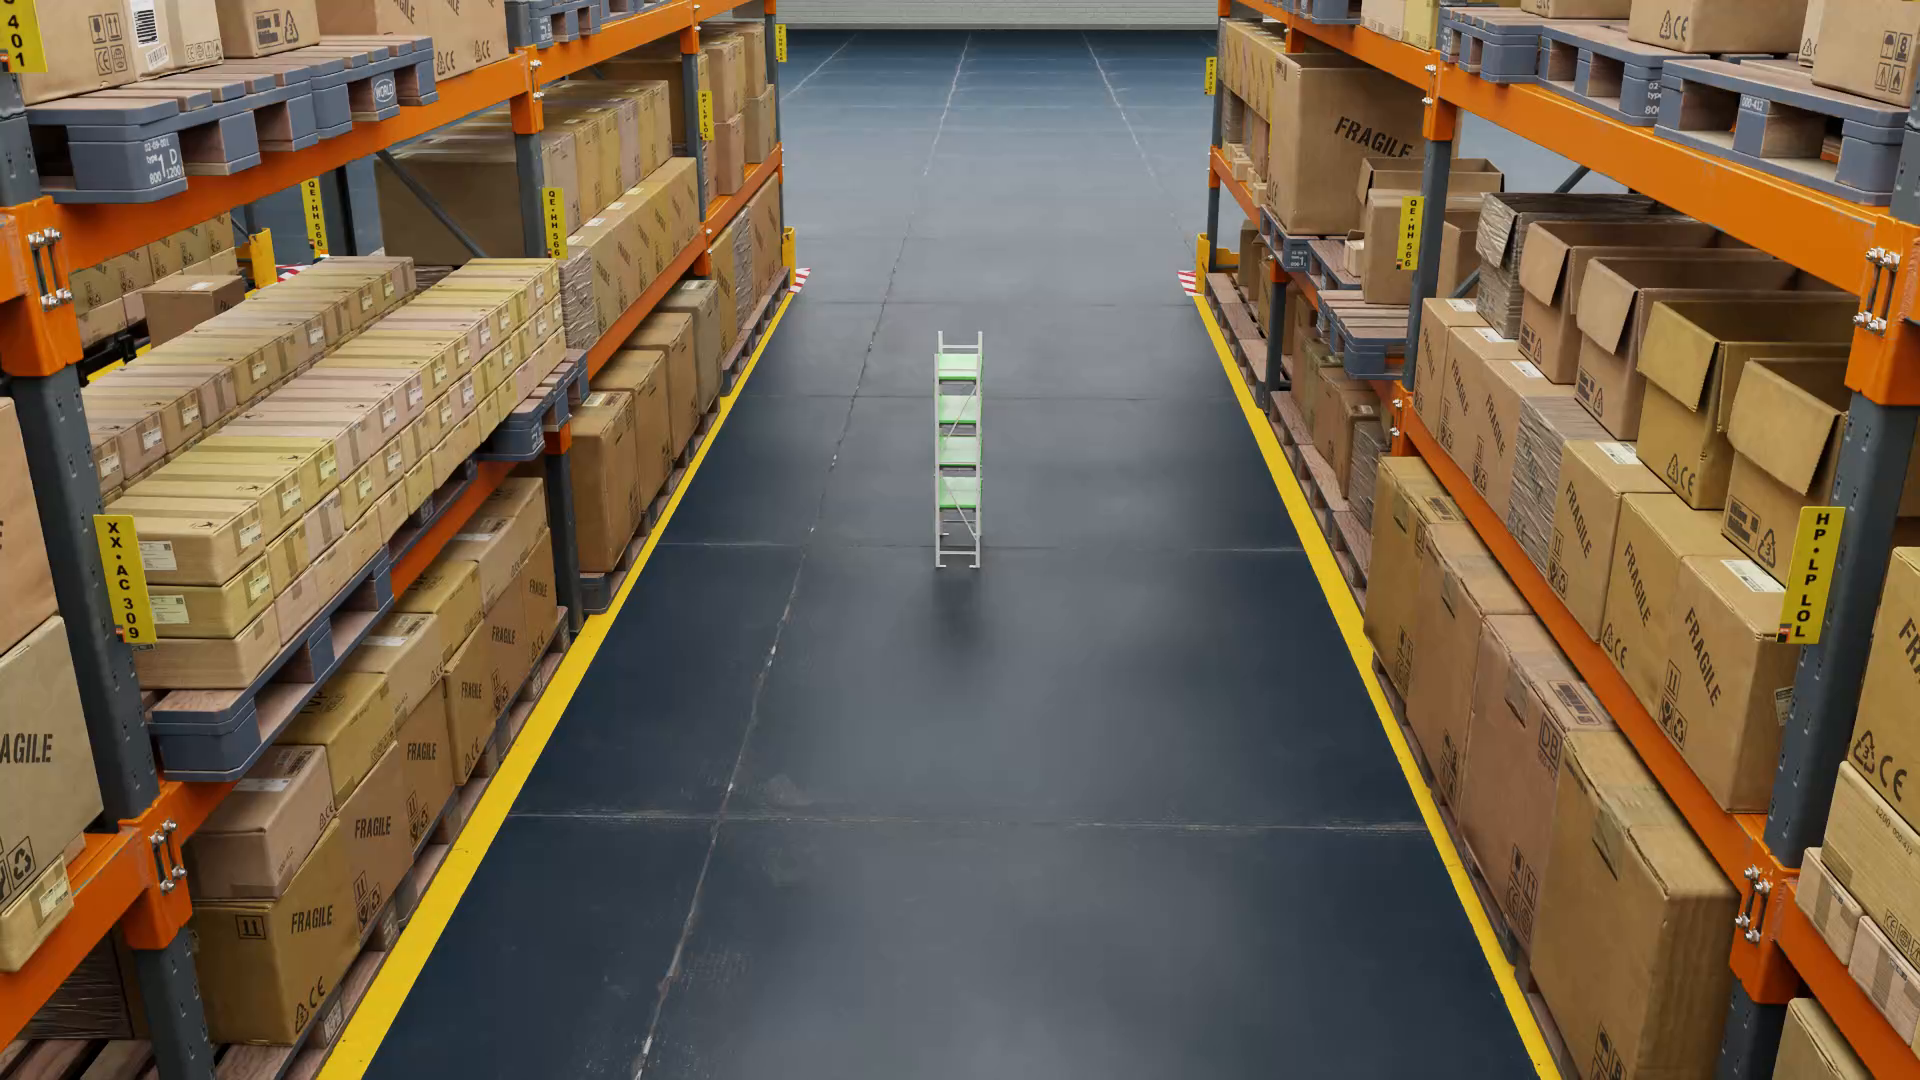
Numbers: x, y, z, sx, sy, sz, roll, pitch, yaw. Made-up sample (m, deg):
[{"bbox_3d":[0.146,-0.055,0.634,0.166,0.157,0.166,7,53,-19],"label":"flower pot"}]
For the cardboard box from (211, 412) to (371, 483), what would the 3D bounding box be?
[{"bbox_3d":[-2.030,-0.283,5.055,0.380,0.149,0.250,0,21,1],"label":"cardboard box"}]

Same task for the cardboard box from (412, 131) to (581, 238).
[{"bbox_3d":[-2.366,-1.810,8.526,0.700,0.500,0.500,0,21,1],"label":"cardboard box"}]

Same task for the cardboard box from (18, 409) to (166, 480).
[{"bbox_3d":[-2.683,-0.294,5.085,0.380,0.149,0.250,1,21,1],"label":"cardboard box"}]

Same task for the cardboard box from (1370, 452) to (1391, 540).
[{"bbox_3d":[2.552,-0.143,8.598,0.700,0.500,0.500,0,21,-1],"label":"cardboard box"}]

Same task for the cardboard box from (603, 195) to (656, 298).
[{"bbox_3d":[-2.074,-1.704,9.636,0.500,0.500,0.500,0,21,1],"label":"cardboard box"}]

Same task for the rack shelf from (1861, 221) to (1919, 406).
[{"bbox_3d":[2.369,0.246,1.597,1.077,0.370,4.000,1,21,2],"label":"rack shelf"}]

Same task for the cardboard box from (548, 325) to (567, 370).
[{"bbox_3d":[-1.959,-0.847,7.332,0.380,0.149,0.250,1,21,3],"label":"cardboard box"}]

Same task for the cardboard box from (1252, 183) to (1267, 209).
[{"bbox_3d":[2.367,-2.542,12.282,0.380,0.149,0.250,1,21,2],"label":"cardboard box"}]

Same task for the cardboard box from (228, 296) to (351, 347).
[{"bbox_3d":[-2.637,-0.861,6.546,0.380,0.149,0.250,0,21,-1],"label":"cardboard box"}]

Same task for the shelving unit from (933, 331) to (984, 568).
[{"bbox_3d":[-0.005,-0.500,9.158,0.258,1.200,0.503,1,21,2],"label":"shelving unit"}]

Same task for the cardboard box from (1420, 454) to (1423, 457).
[{"bbox_3d":[2.542,-0.493,8.462,0.500,0.250,0.500,1,21,4],"label":"cardboard box"}]

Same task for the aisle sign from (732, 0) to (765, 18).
[{"bbox_3d":[-1.858,-5.079,14.877,0.394,0.787,0.004,1,21,2],"label":"aisle sign"}]

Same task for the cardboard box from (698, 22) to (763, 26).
[{"bbox_3d":[-2.210,-4.284,14.723,0.875,0.550,0.550,1,21,2],"label":"cardboard box"}]

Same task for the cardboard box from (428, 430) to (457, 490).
[{"bbox_3d":[-2.008,-0.285,5.883,0.380,0.149,0.250,0,21,-1],"label":"cardboard box"}]

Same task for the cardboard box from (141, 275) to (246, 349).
[{"bbox_3d":[-5.452,-1.595,11.901,0.500,0.500,0.500,1,21,2],"label":"cardboard box"}]

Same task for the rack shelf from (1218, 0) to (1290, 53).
[{"bbox_3d":[2.734,-4.093,12.779,1.077,0.370,4.000,1,21,2],"label":"rack shelf"}]

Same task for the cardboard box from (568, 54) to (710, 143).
[{"bbox_3d":[-2.236,-3.104,11.683,0.875,0.550,0.550,1,21,2],"label":"cardboard box"}]

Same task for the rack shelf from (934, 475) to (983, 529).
[{"bbox_3d":[-0.005,-0.216,9.268,0.258,0.148,0.480,1,21,2],"label":"rack shelf"}]

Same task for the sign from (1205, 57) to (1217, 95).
[{"bbox_3d":[2.252,-4.163,14.914,0.100,0.325,0.005,1,21,2],"label":"sign"}]

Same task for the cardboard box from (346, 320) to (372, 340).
[{"bbox_3d":[-2.630,-0.802,6.805,0.380,0.149,0.250,0,21,0],"label":"cardboard box"}]

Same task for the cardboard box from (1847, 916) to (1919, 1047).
[{"bbox_3d":[2.080,0.901,3.407,0.380,0.149,0.250,0,21,0],"label":"cardboard box"}]

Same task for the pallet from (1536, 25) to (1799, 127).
[{"bbox_3d":[2.554,-1.533,5.448,1.003,0.211,1.213,2,21,4],"label":"pallet"}]

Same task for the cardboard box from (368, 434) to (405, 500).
[{"bbox_3d":[-2.027,-0.239,5.353,0.380,0.149,0.250,1,21,4],"label":"cardboard box"}]

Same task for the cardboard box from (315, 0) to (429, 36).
[{"bbox_3d":[-2.188,-1.826,5.803,0.500,0.500,0.500,1,21,2],"label":"cardboard box"}]

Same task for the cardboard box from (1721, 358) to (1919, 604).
[{"bbox_3d":[2.441,-0.160,4.269,0.797,0.503,0.637,0,21,0],"label":"cardboard box"}]

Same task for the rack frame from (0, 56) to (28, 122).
[{"bbox_3d":[-2.525,-2.302,3.023,1.000,3.000,0.127,1,21,2],"label":"rack frame"}]

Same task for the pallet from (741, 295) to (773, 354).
[{"bbox_3d":[-2.146,-1.814,13.913,1.003,0.211,1.213,1,21,2],"label":"pallet"}]

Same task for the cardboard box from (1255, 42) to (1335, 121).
[{"bbox_3d":[2.426,-3.305,11.968,0.500,0.500,0.500,1,21,2],"label":"cardboard box"}]

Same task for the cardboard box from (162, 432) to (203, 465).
[{"bbox_3d":[-2.680,-0.247,5.374,0.380,0.149,0.250,0,21,-1],"label":"cardboard box"}]

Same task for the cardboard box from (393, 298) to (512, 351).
[{"bbox_3d":[-1.982,-0.843,6.500,0.380,0.149,0.250,1,21,3],"label":"cardboard box"}]

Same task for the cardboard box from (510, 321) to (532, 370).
[{"bbox_3d":[-1.975,-0.794,6.784,0.380,0.149,0.250,1,21,3],"label":"cardboard box"}]

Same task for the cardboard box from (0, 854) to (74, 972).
[{"bbox_3d":[-2.199,0.812,3.637,0.380,0.149,0.250,0,21,0],"label":"cardboard box"}]

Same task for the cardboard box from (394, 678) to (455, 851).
[{"bbox_3d":[-2.220,0.819,6.147,0.500,0.500,0.500,1,21,3],"label":"cardboard box"}]

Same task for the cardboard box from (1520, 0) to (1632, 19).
[{"bbox_3d":[2.605,-2.282,6.393,0.797,0.503,0.637,2,21,5],"label":"cardboard box"}]

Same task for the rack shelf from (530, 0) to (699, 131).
[{"bbox_3d":[-2.342,-2.738,9.286,1.077,0.370,4.000,1,21,2],"label":"rack shelf"}]

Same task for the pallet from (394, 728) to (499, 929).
[{"bbox_3d":[-2.468,1.071,6.478,1.003,0.211,1.213,1,21,2],"label":"pallet"}]

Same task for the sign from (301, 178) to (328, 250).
[{"bbox_3d":[-2.958,-1.496,7.638,0.100,0.325,0.005,1,21,2],"label":"sign"}]

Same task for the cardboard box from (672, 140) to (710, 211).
[{"bbox_3d":[-2.282,-2.601,11.880,0.875,0.550,0.550,1,21,2],"label":"cardboard box"}]

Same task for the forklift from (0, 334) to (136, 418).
[{"bbox_3d":[-4.736,-1.037,8.151,1.130,2.935,3.031,1,21,2],"label":"forklift"}]

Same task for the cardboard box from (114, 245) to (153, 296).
[{"bbox_3d":[-6.923,-2.271,13.419,0.500,0.500,0.500,2,21,4],"label":"cardboard box"}]

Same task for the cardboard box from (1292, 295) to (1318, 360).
[{"bbox_3d":[2.725,-1.482,12.076,0.500,0.500,0.500,0,21,0],"label":"cardboard box"}]

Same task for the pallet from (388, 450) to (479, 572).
[{"bbox_3d":[-2.423,-0.146,6.024,1.003,0.211,1.213,1,21,2],"label":"pallet"}]

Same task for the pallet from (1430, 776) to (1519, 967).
[{"bbox_3d":[2.412,1.164,6.238,1.003,0.211,1.213,1,21,2],"label":"pallet"}]

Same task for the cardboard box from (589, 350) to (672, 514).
[{"bbox_3d":[-2.272,-0.634,9.546,1.050,0.750,0.750,1,21,2],"label":"cardboard box"}]

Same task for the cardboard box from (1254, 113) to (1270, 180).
[{"bbox_3d":[2.713,-3.017,12.607,0.875,0.500,0.500,1,21,2],"label":"cardboard box"}]

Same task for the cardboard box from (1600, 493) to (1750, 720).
[{"bbox_3d":[2.193,0.188,4.759,0.500,0.500,0.500,1,21,3],"label":"cardboard box"}]

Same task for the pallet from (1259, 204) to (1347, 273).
[{"bbox_3d":[2.504,-1.943,10.654,1.003,0.211,1.213,1,21,2],"label":"pallet"}]

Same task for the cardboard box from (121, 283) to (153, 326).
[{"bbox_3d":[-6.926,-1.925,13.565,0.500,0.250,0.500,0,21,1],"label":"cardboard box"}]

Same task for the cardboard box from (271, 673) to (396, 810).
[{"bbox_3d":[-2.225,0.658,5.526,0.500,0.250,0.500,1,21,3],"label":"cardboard box"}]

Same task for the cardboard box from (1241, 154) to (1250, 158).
[{"bbox_3d":[2.516,-3.084,13.677,0.380,0.149,0.250,1,21,2],"label":"cardboard box"}]

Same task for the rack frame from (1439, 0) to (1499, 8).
[{"bbox_3d":[2.551,-3.657,6.515,1.000,3.000,0.127,1,21,2],"label":"rack frame"}]

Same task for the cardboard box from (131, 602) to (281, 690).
[{"bbox_3d":[-2.053,0.278,4.431,0.380,0.149,0.250,0,21,-1],"label":"cardboard box"}]

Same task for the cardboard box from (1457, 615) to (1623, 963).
[{"bbox_3d":[2.456,0.826,5.611,1.225,0.875,0.875,0,21,0],"label":"cardboard box"}]
